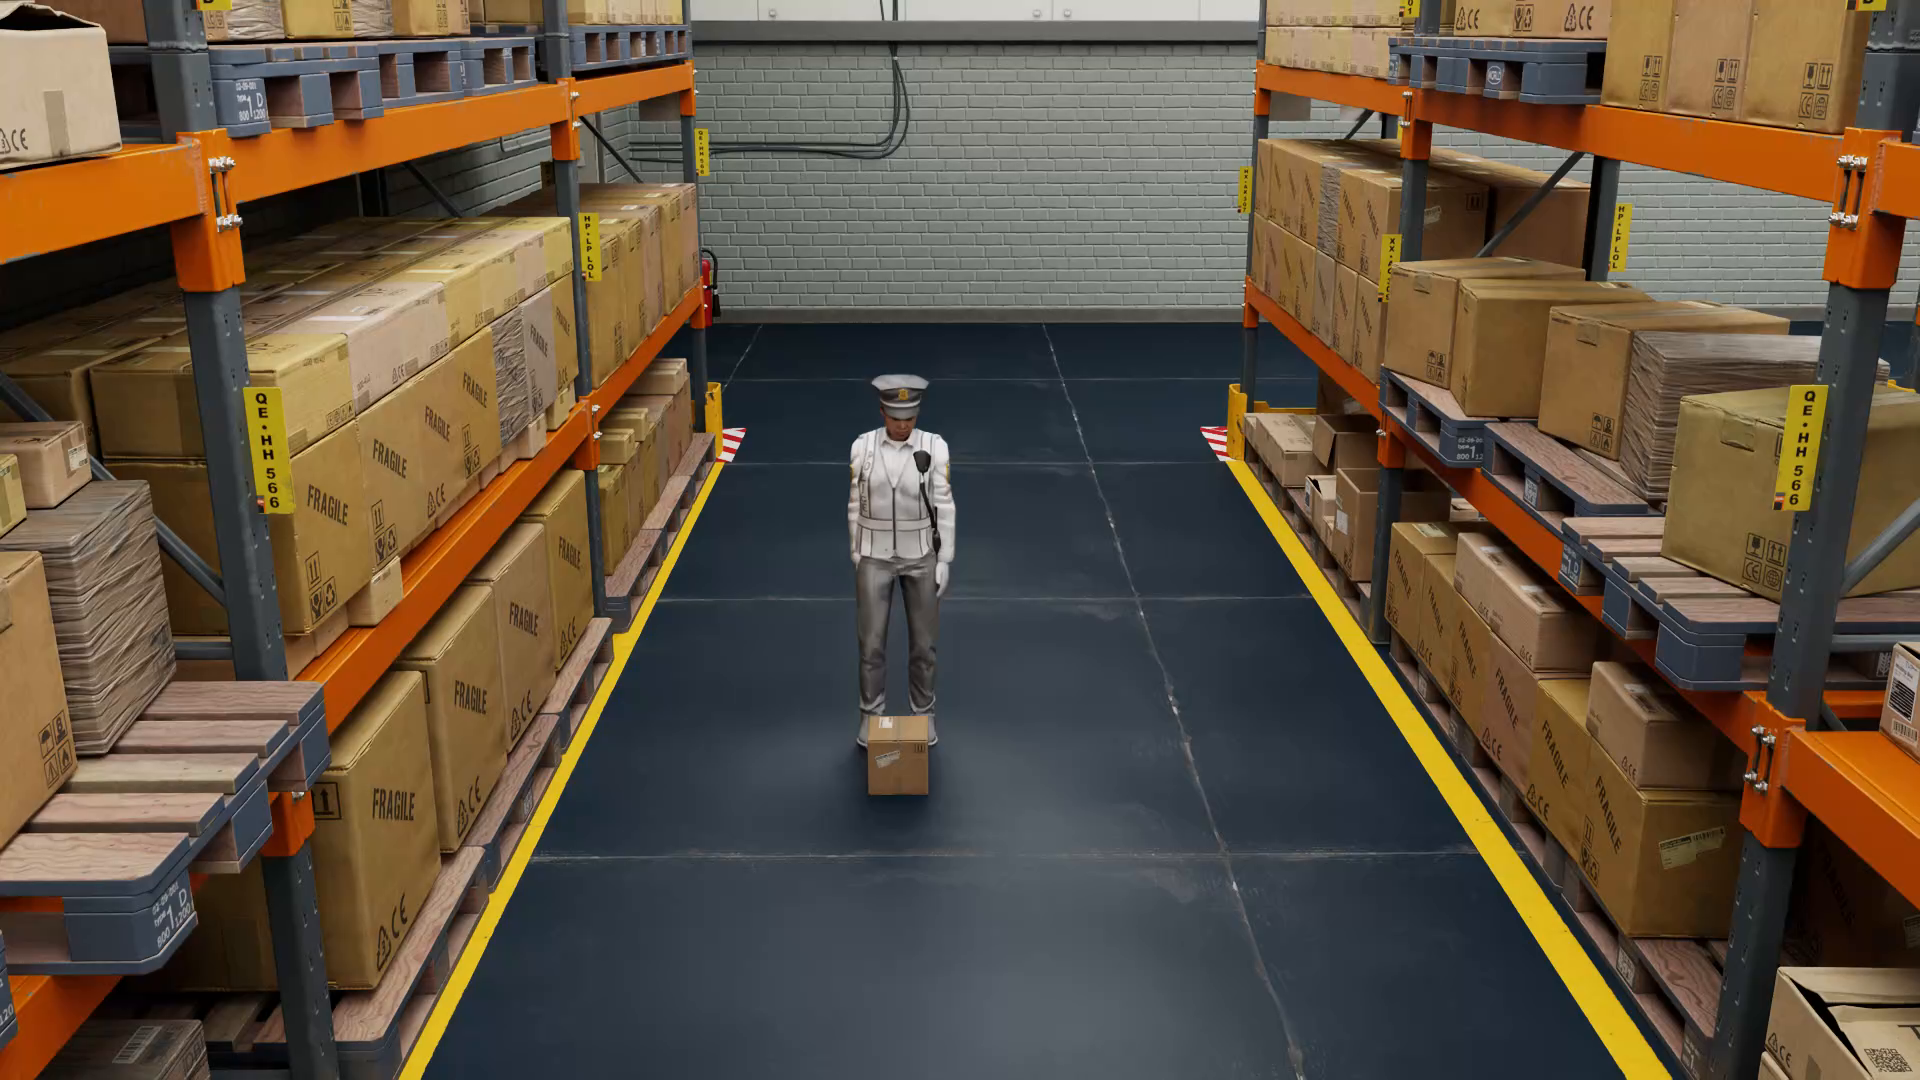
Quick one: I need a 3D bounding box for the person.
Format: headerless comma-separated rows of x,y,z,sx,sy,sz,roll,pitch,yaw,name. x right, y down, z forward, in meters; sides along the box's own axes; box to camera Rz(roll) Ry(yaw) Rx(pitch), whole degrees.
-0.253,0.104,7.242,0.471,1.651,0.327,0,17,0,person
